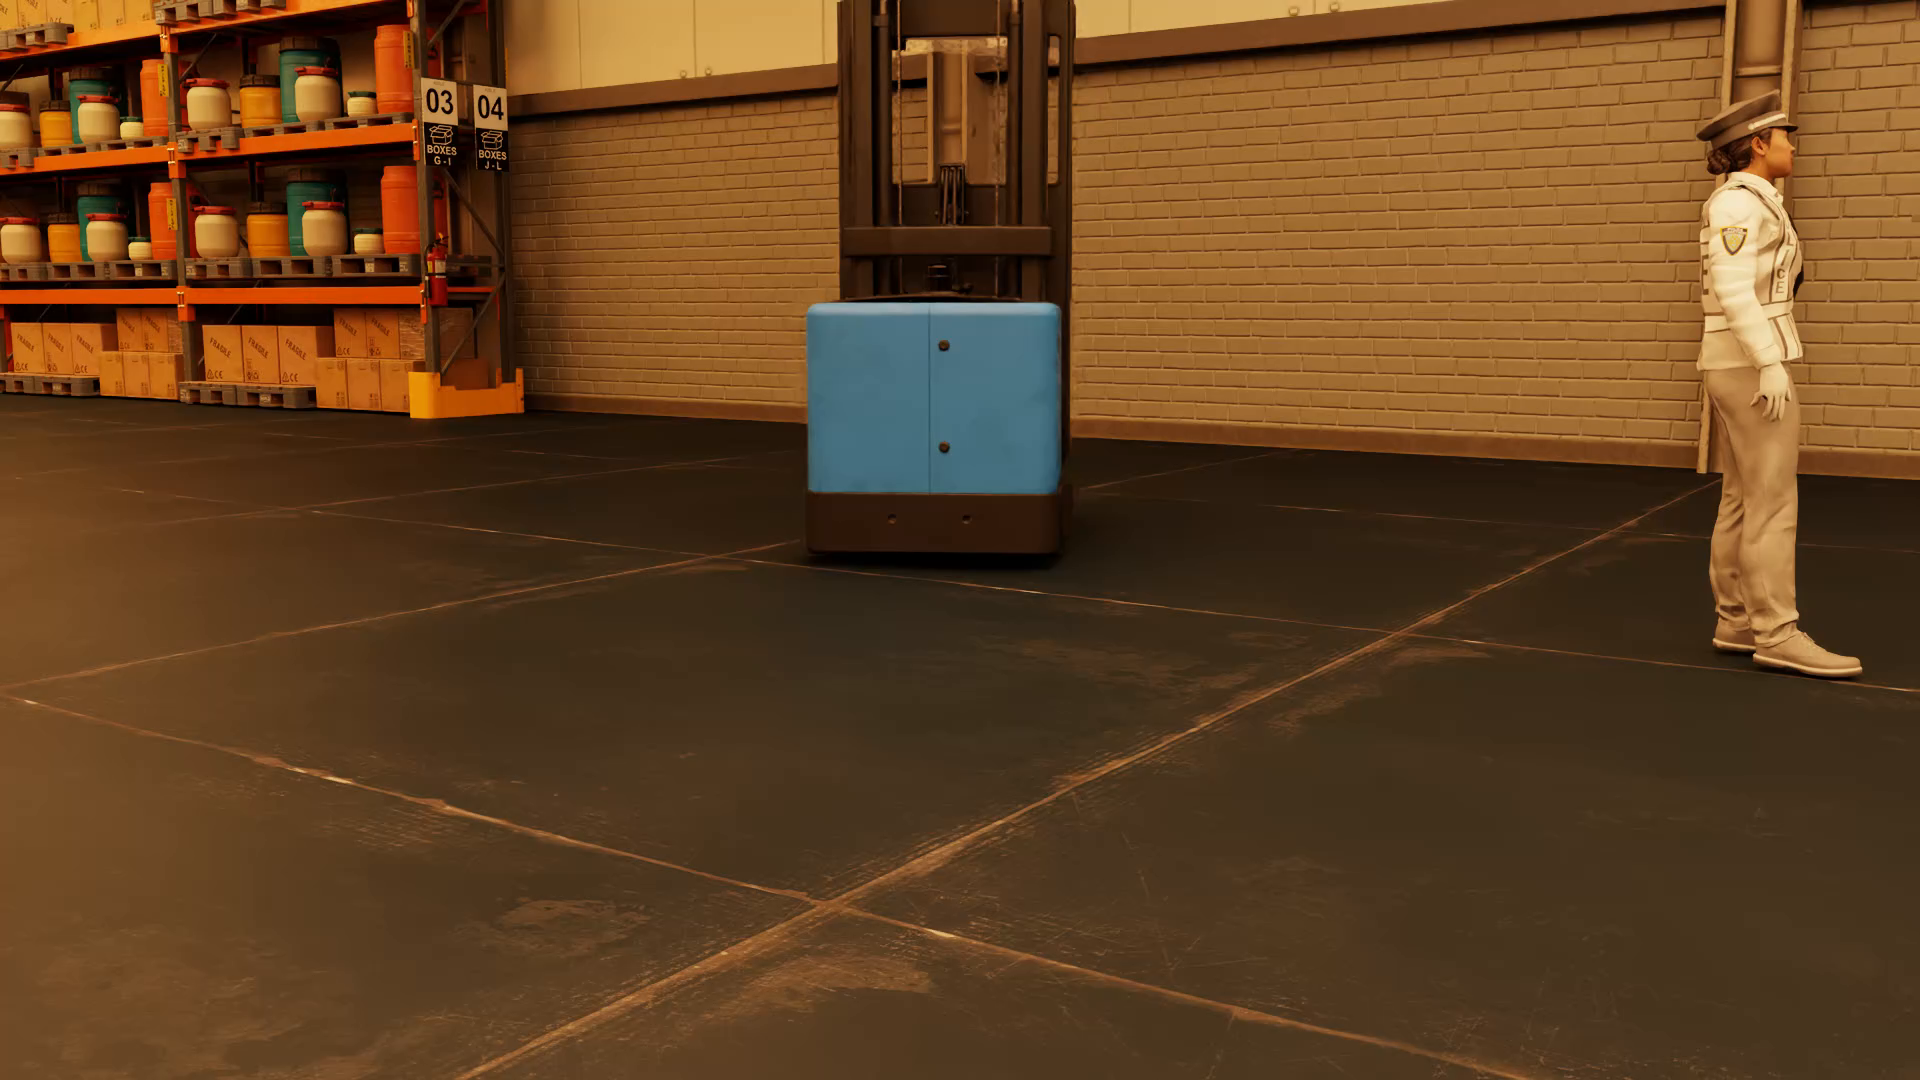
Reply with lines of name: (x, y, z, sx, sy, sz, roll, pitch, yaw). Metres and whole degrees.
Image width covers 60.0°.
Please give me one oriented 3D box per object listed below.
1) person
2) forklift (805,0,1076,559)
person: (2.448, -0.490, 4.979, 0.529, 1.693, 0.587, 4, 9, 24)
forklift: (-0.001, -1.541, 8.030, 1.130, 2.935, 3.031, 1, 8, 5)
